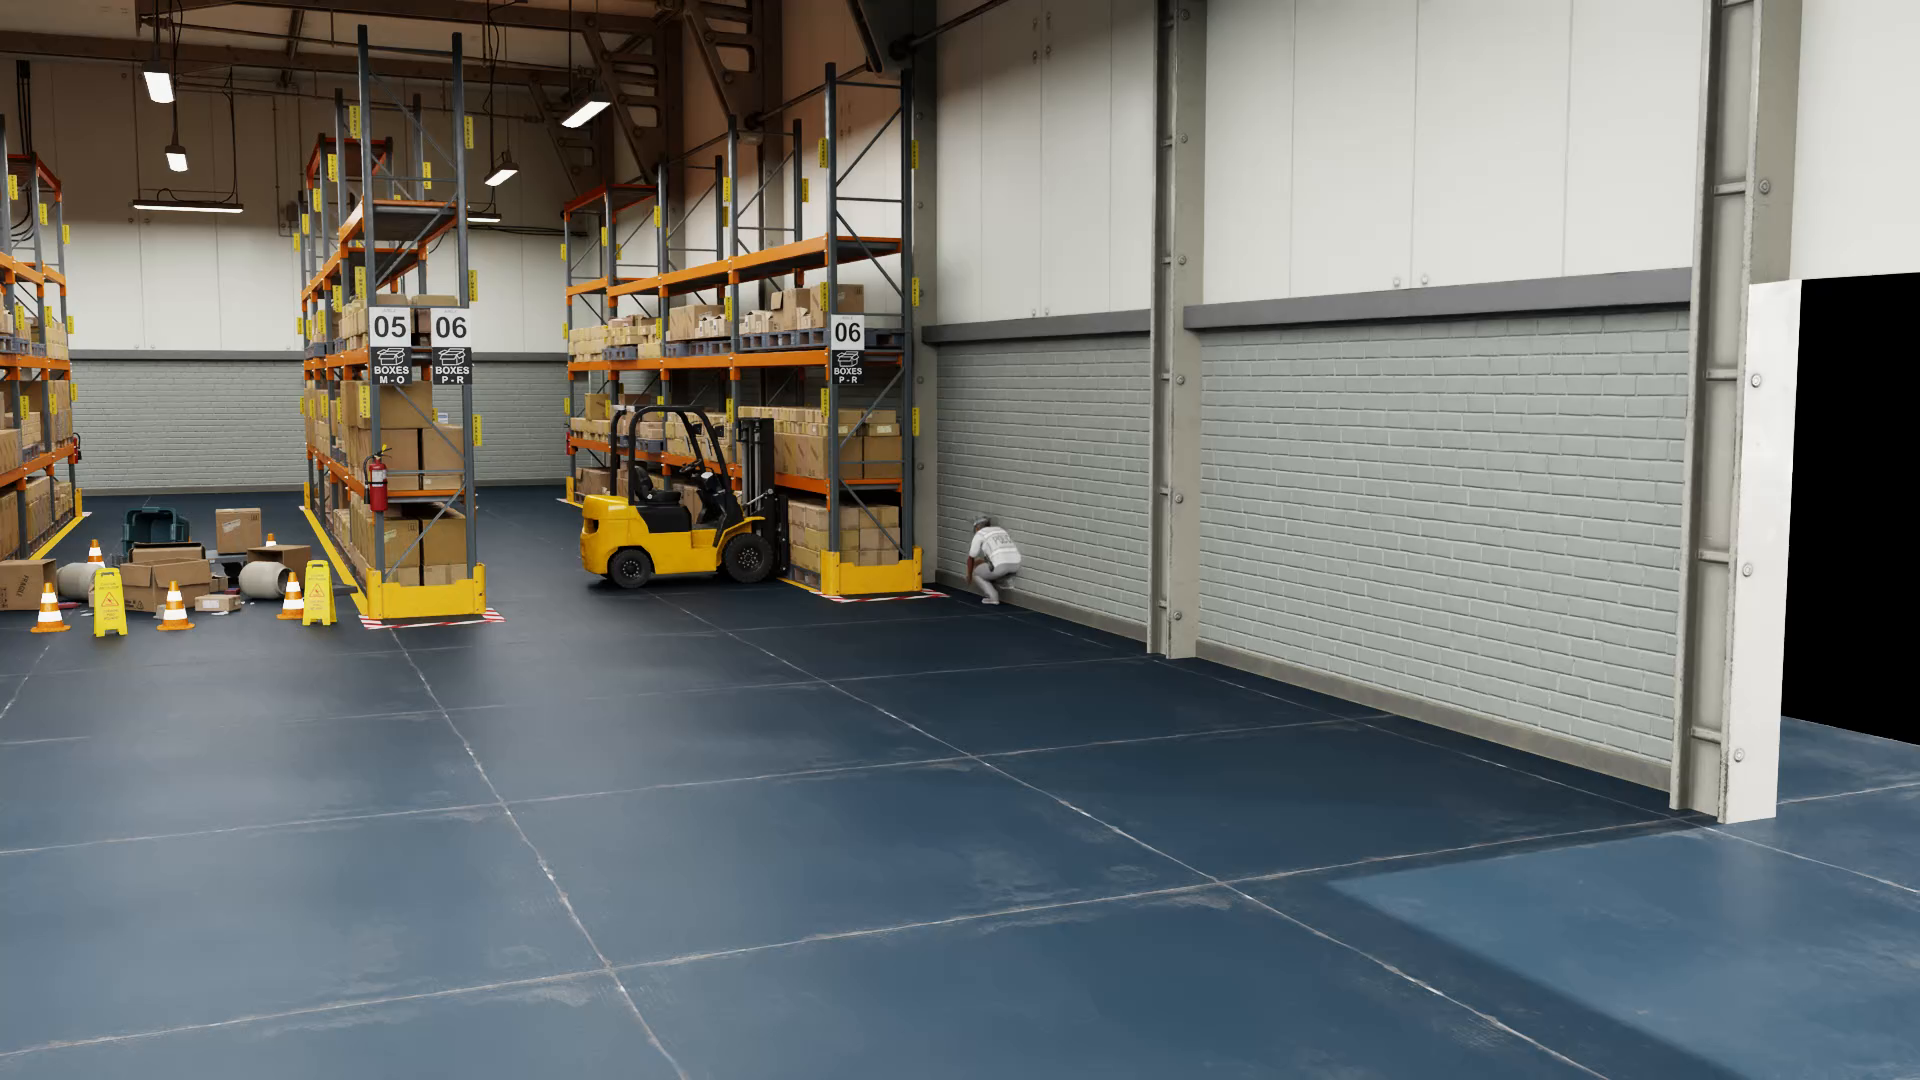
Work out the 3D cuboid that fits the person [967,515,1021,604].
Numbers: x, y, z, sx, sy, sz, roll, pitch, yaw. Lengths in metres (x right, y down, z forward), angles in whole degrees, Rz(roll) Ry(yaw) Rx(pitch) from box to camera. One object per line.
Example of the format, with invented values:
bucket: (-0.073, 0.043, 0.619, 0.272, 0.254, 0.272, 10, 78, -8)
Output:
person: (0.378, 0.213, 18.447, 0.480, 0.971, 0.861, -2, 6, -24)
